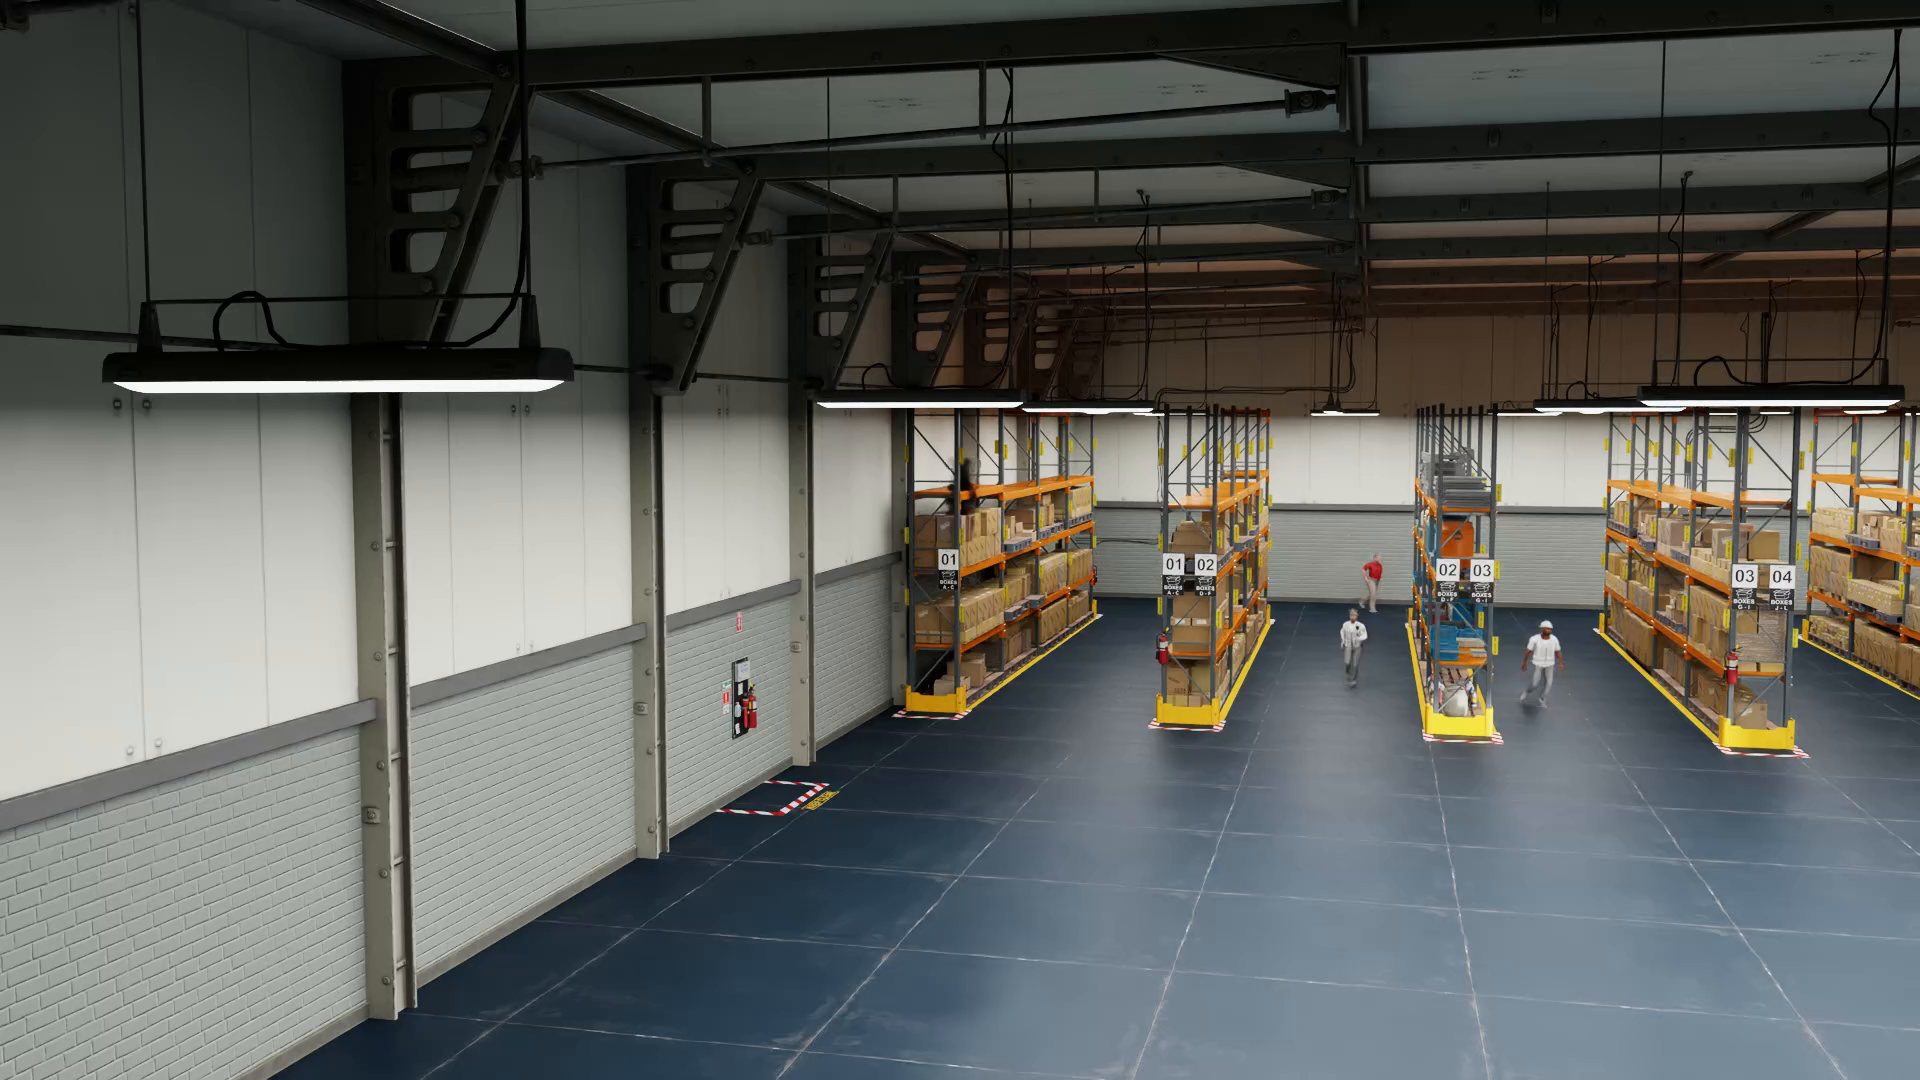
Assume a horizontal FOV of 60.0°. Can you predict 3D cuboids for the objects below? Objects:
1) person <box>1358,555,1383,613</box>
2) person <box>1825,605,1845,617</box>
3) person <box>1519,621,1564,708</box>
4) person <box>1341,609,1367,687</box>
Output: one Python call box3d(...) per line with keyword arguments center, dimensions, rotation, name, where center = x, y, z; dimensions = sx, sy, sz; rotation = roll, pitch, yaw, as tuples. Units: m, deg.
box3d(center=(12.269, 1.281, 49.448), dimensions=(0.702, 1.691, 0.901), rotation=(-3, 5, -35), name="person")
box3d(center=(23.289, 1.707, 43.998), dimensions=(0.674, 1.735, 0.610), rotation=(1, 4, 17), name="person")
box3d(center=(11.513, 2.454, 32.954), dimensions=(0.734, 1.729, 0.665), rotation=(0, 4, 3), name="person")
box3d(center=(8.373, 2.295, 35.443), dimensions=(0.569, 1.678, 0.656), rotation=(1, 4, 20), name="person")
